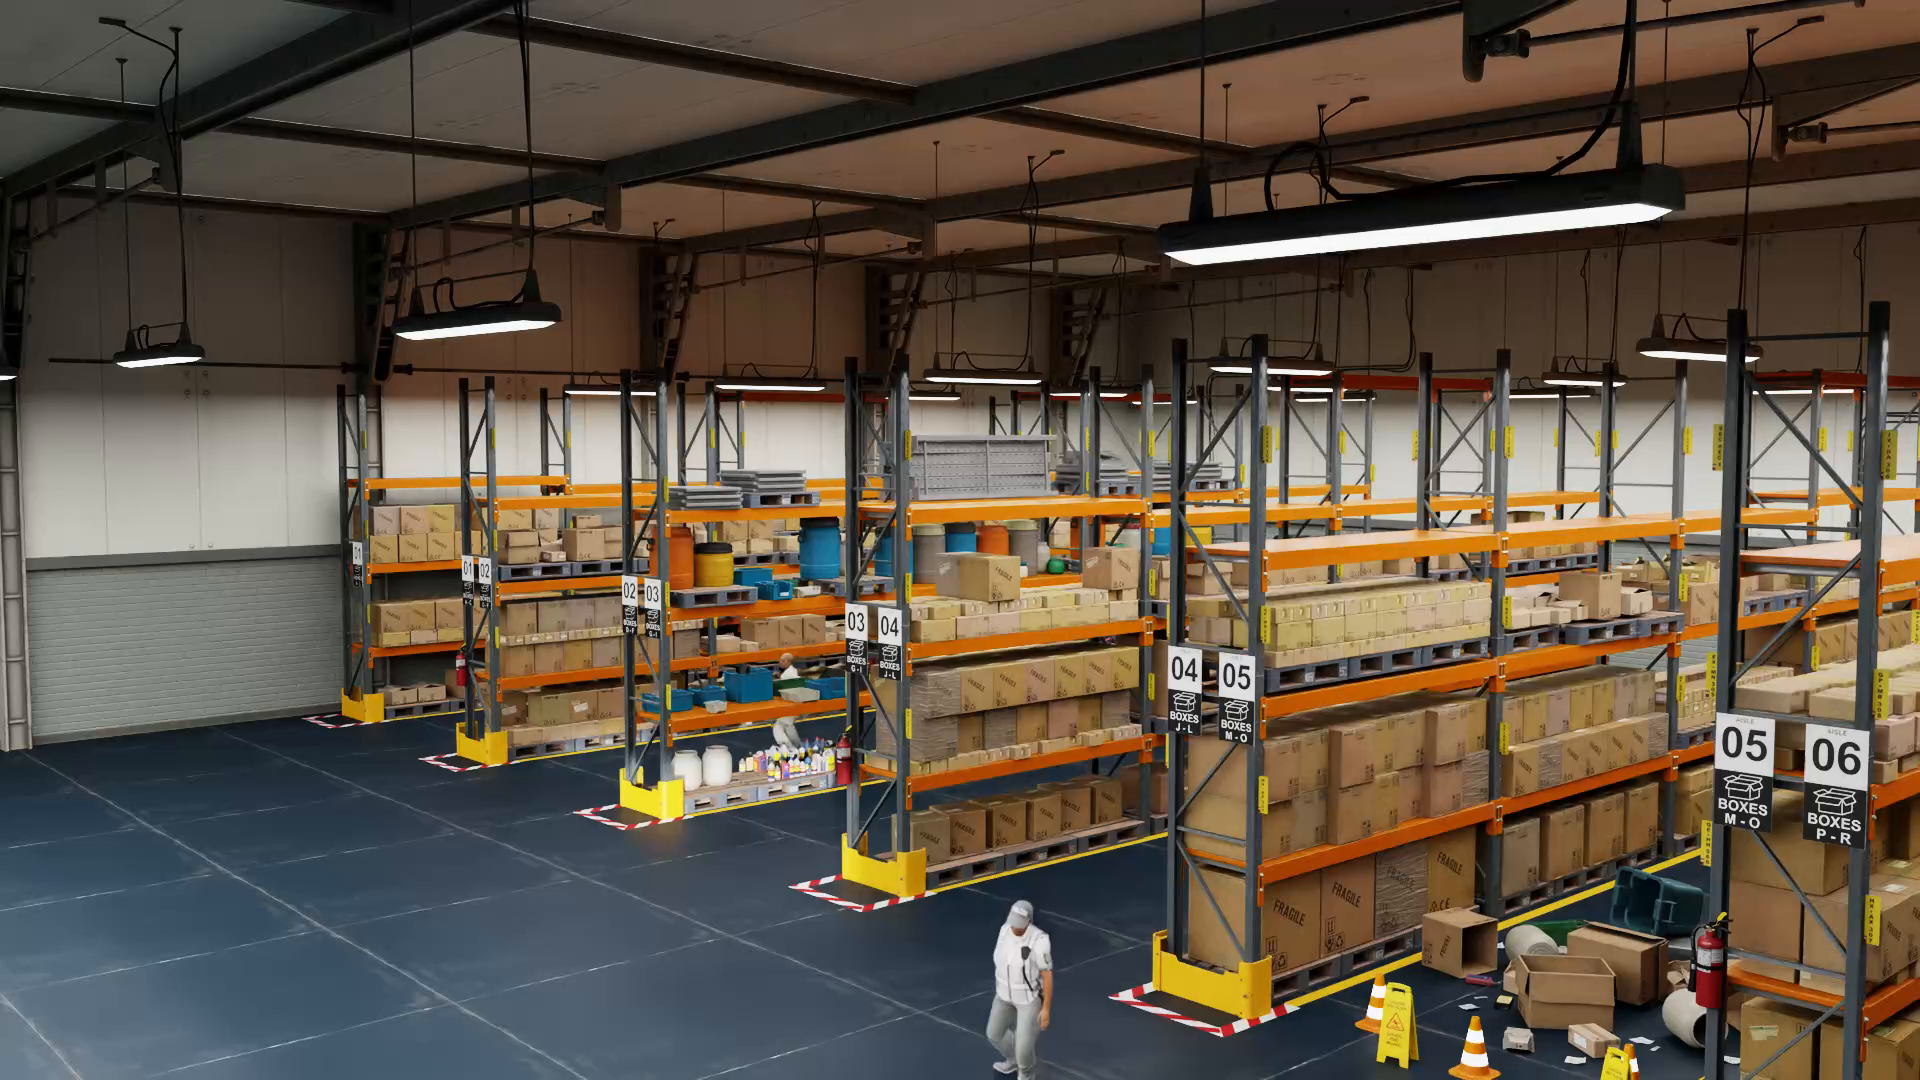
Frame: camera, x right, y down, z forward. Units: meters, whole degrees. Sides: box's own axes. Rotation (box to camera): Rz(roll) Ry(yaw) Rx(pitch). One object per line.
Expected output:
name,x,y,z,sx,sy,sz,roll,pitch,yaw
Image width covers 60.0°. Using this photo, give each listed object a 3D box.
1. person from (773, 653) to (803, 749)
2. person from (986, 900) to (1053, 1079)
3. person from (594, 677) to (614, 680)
person,-2.699,2.607,26.159,0.455,1.710,1.006,0,4,-1
person,0.465,3.522,12.910,0.745,1.590,0.675,3,5,36
person,-6.400,2.396,30.200,0.581,1.589,0.525,3,5,38
